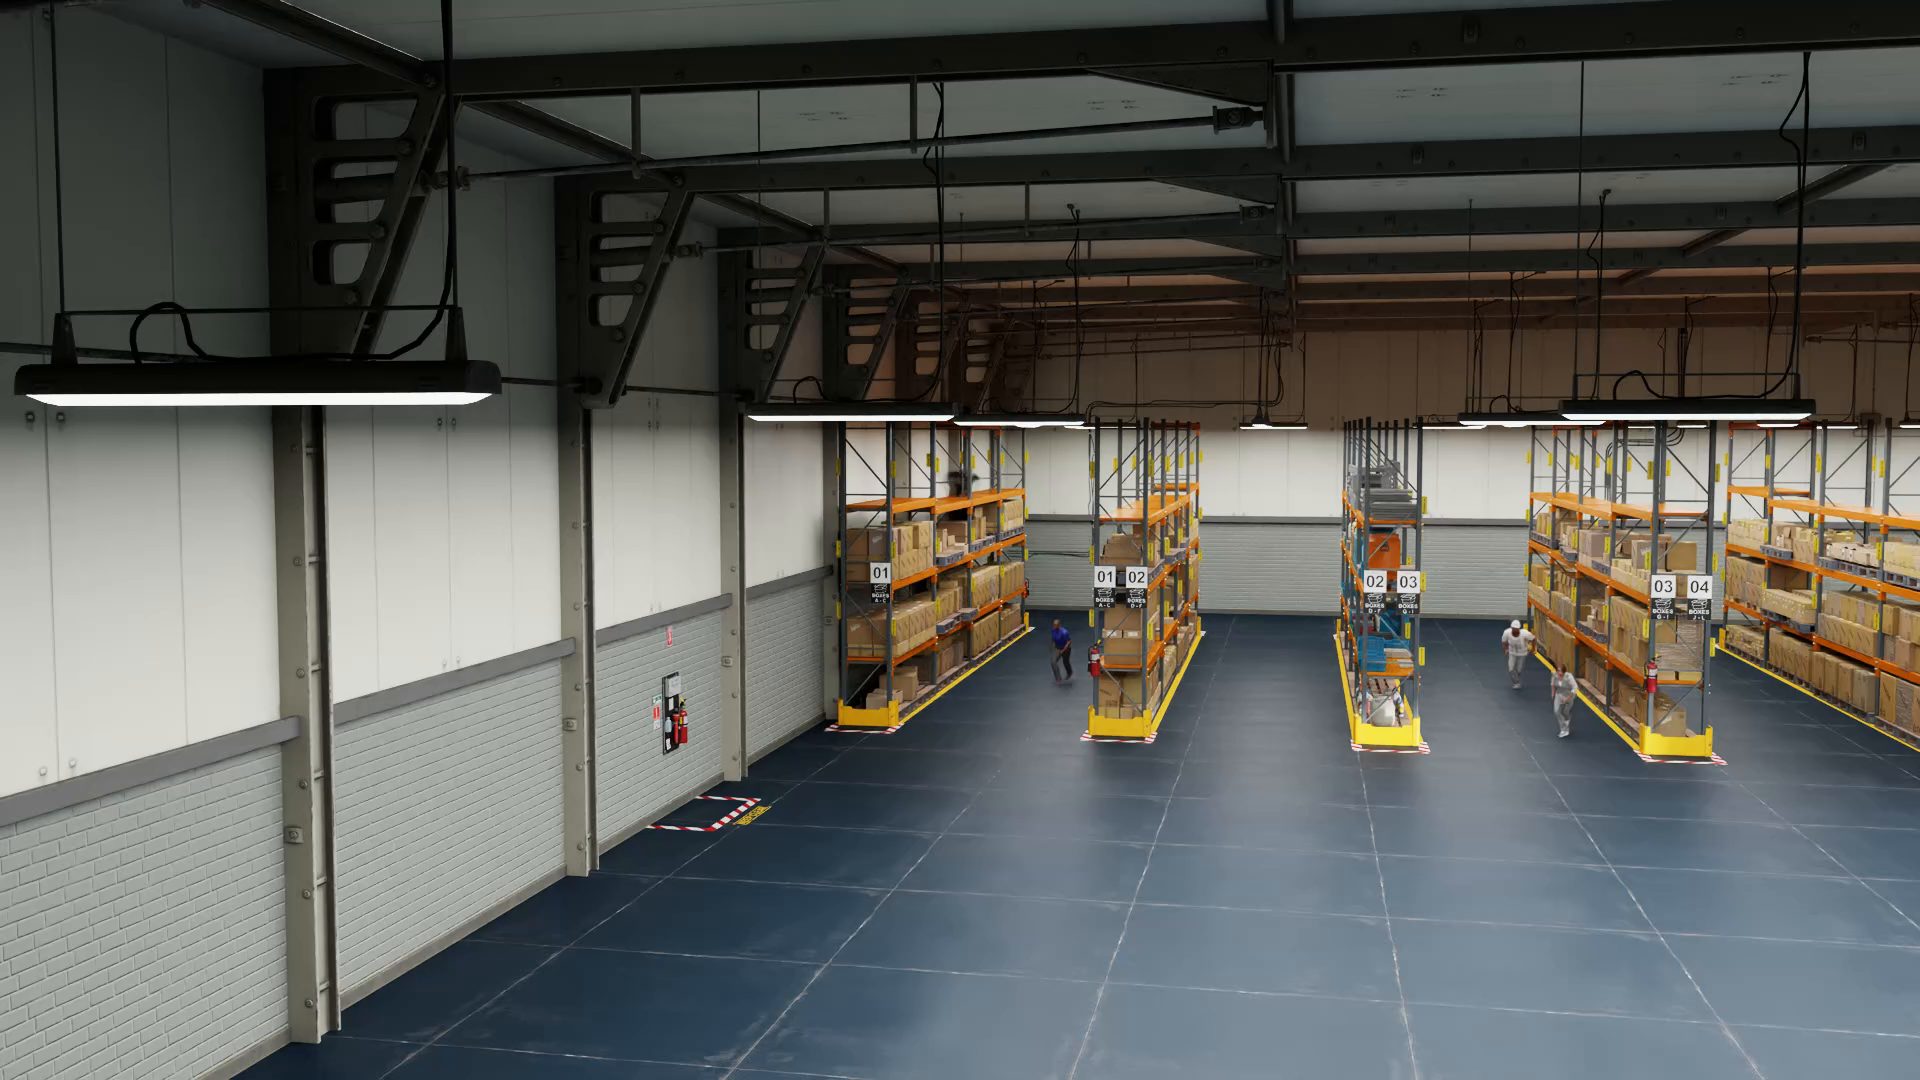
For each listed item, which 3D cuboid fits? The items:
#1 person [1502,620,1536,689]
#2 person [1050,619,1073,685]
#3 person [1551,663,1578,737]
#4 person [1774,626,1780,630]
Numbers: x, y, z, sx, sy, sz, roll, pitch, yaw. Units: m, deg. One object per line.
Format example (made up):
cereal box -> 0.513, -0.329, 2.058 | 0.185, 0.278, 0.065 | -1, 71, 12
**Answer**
person -> 12.390, 2.539, 36.874 | 0.719, 1.582, 0.929 | 2, 4, 25
person -> 2.361, 2.505, 37.869 | 0.586, 1.502, 1.029 | 2, 4, 30
person -> 11.441, 2.987, 31.405 | 0.528, 1.410, 1.011 | 3, 4, 34
person -> 22.248, 1.957, 44.833 | 0.903, 1.672, 0.579 | 1, 4, 11
